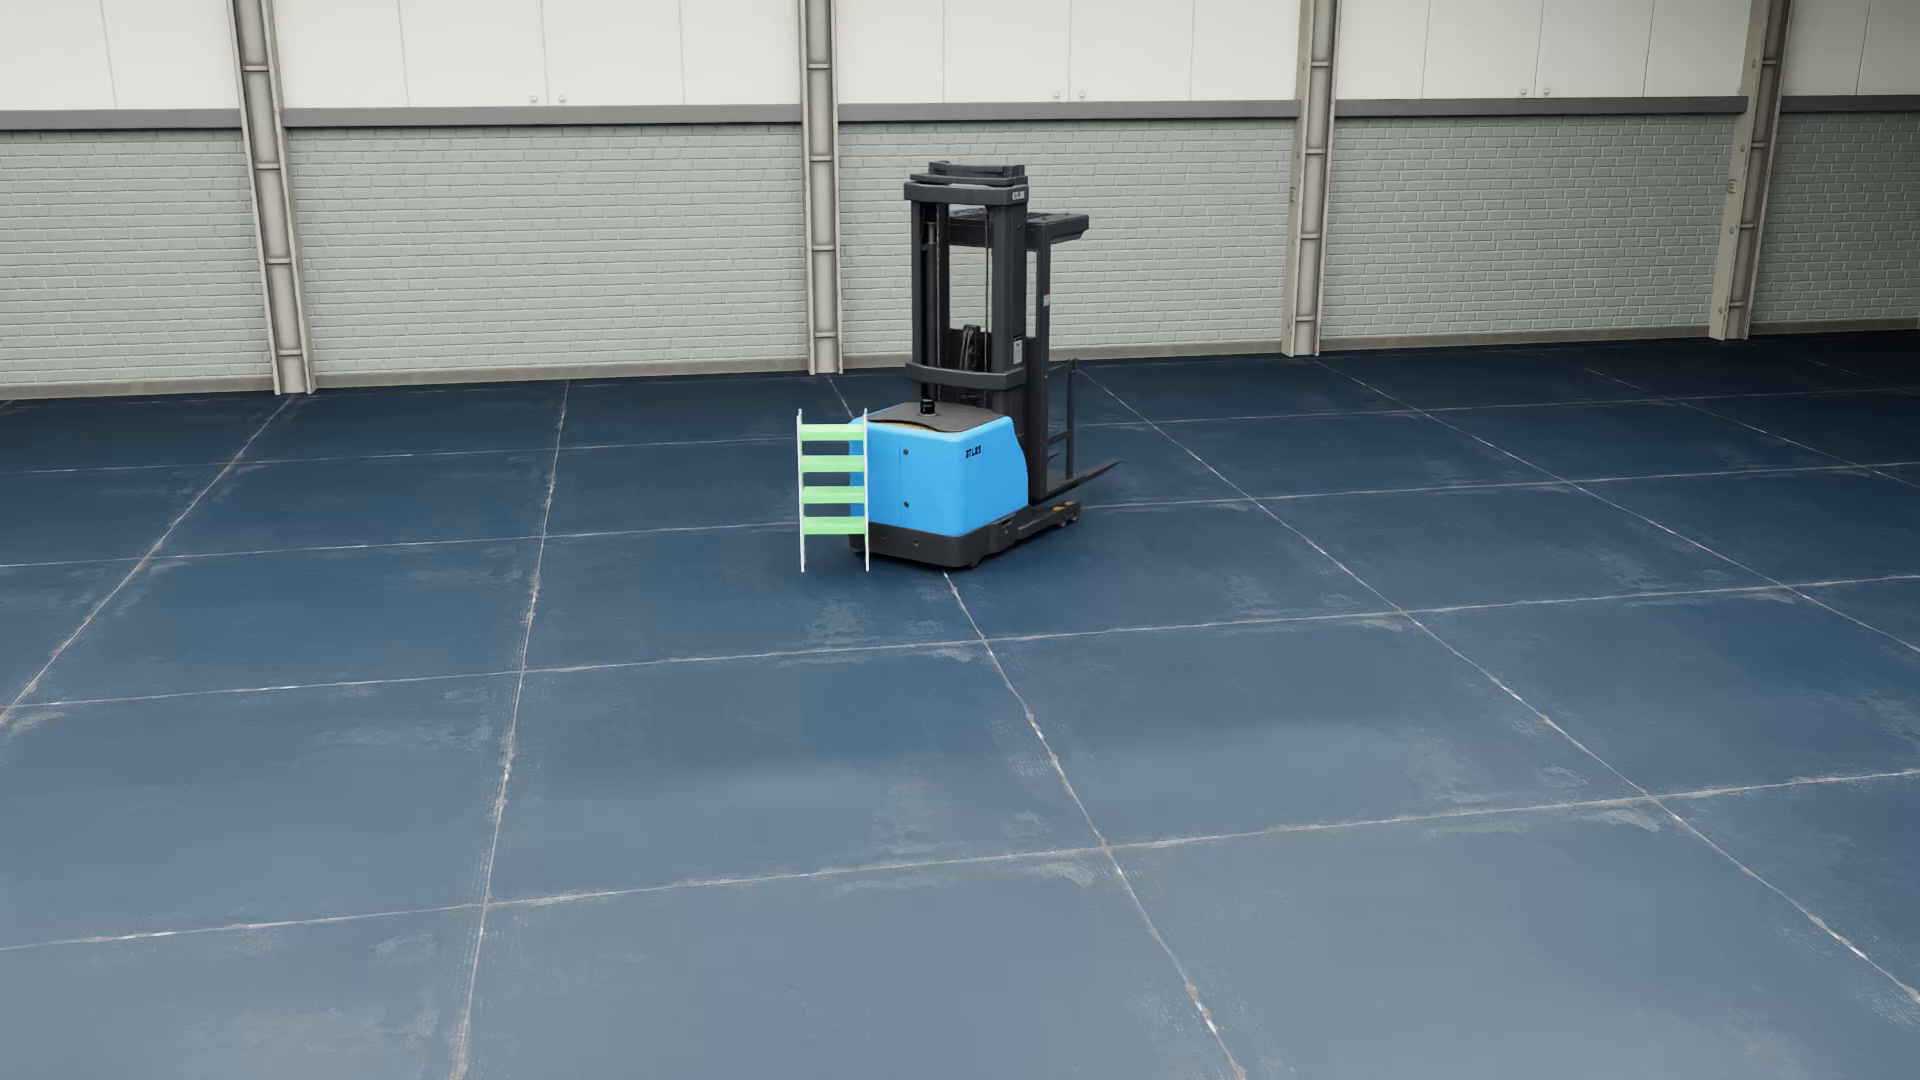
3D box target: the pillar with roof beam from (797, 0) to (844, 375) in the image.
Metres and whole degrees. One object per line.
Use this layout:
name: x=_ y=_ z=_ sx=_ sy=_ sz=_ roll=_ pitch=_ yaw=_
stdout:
pillar with roof beam: x=-0.792 y=-5.075 z=14.509 sx=0.400 sy=9.000 sz=9.100 roll=-3 pitch=17 yaw=-10

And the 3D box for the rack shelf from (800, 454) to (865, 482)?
rack shelf: x=-0.945 y=-0.538 z=12.422 sx=0.480 sy=0.148 sz=0.258 roll=0 pitch=17 yaw=-1

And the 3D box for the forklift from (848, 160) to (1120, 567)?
forklift: x=0.344 y=-1.576 z=13.450 sx=1.130 sy=2.935 sz=3.031 roll=10 pitch=20 yaw=30

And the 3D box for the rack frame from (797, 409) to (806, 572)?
rack frame: x=-1.189 y=-0.368 z=12.467 sx=0.015 sy=1.200 sz=0.240 roll=0 pitch=17 yaw=-1

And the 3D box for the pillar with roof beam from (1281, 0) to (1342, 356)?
pillar with roof beam: x=5.099 y=-5.409 z=15.597 sx=0.400 sy=9.000 sz=9.100 roll=-3 pitch=17 yaw=-10

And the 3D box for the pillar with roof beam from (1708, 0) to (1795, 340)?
pillar with roof beam: x=10.990 y=-5.744 z=16.685 sx=0.400 sy=9.000 sz=9.100 roll=-3 pitch=17 yaw=-10

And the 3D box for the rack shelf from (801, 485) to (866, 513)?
rack shelf: x=-0.945 y=-0.309 z=12.492 sx=0.480 sy=0.148 sz=0.258 roll=0 pitch=17 yaw=-1

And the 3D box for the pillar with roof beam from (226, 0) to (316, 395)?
pillar with roof beam: x=-6.683 y=-4.741 z=13.421 sx=0.400 sy=9.000 sz=9.100 roll=-3 pitch=17 yaw=-10

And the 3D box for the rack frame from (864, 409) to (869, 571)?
rack frame: x=-0.702 y=-0.372 z=12.479 sx=0.015 sy=1.200 sz=0.240 roll=0 pitch=17 yaw=-1

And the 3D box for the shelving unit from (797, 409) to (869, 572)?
shelving unit: x=-0.945 y=-0.370 z=12.473 sx=0.503 sy=1.200 sz=0.258 roll=0 pitch=17 yaw=-1

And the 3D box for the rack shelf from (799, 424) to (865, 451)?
rack shelf: x=-0.945 y=-0.768 z=12.351 sx=0.480 sy=0.148 sz=0.258 roll=0 pitch=17 yaw=-1

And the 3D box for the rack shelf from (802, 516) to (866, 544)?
rack shelf: x=-0.945 y=-0.080 z=12.563 sx=0.480 sy=0.148 sz=0.258 roll=0 pitch=17 yaw=-1
